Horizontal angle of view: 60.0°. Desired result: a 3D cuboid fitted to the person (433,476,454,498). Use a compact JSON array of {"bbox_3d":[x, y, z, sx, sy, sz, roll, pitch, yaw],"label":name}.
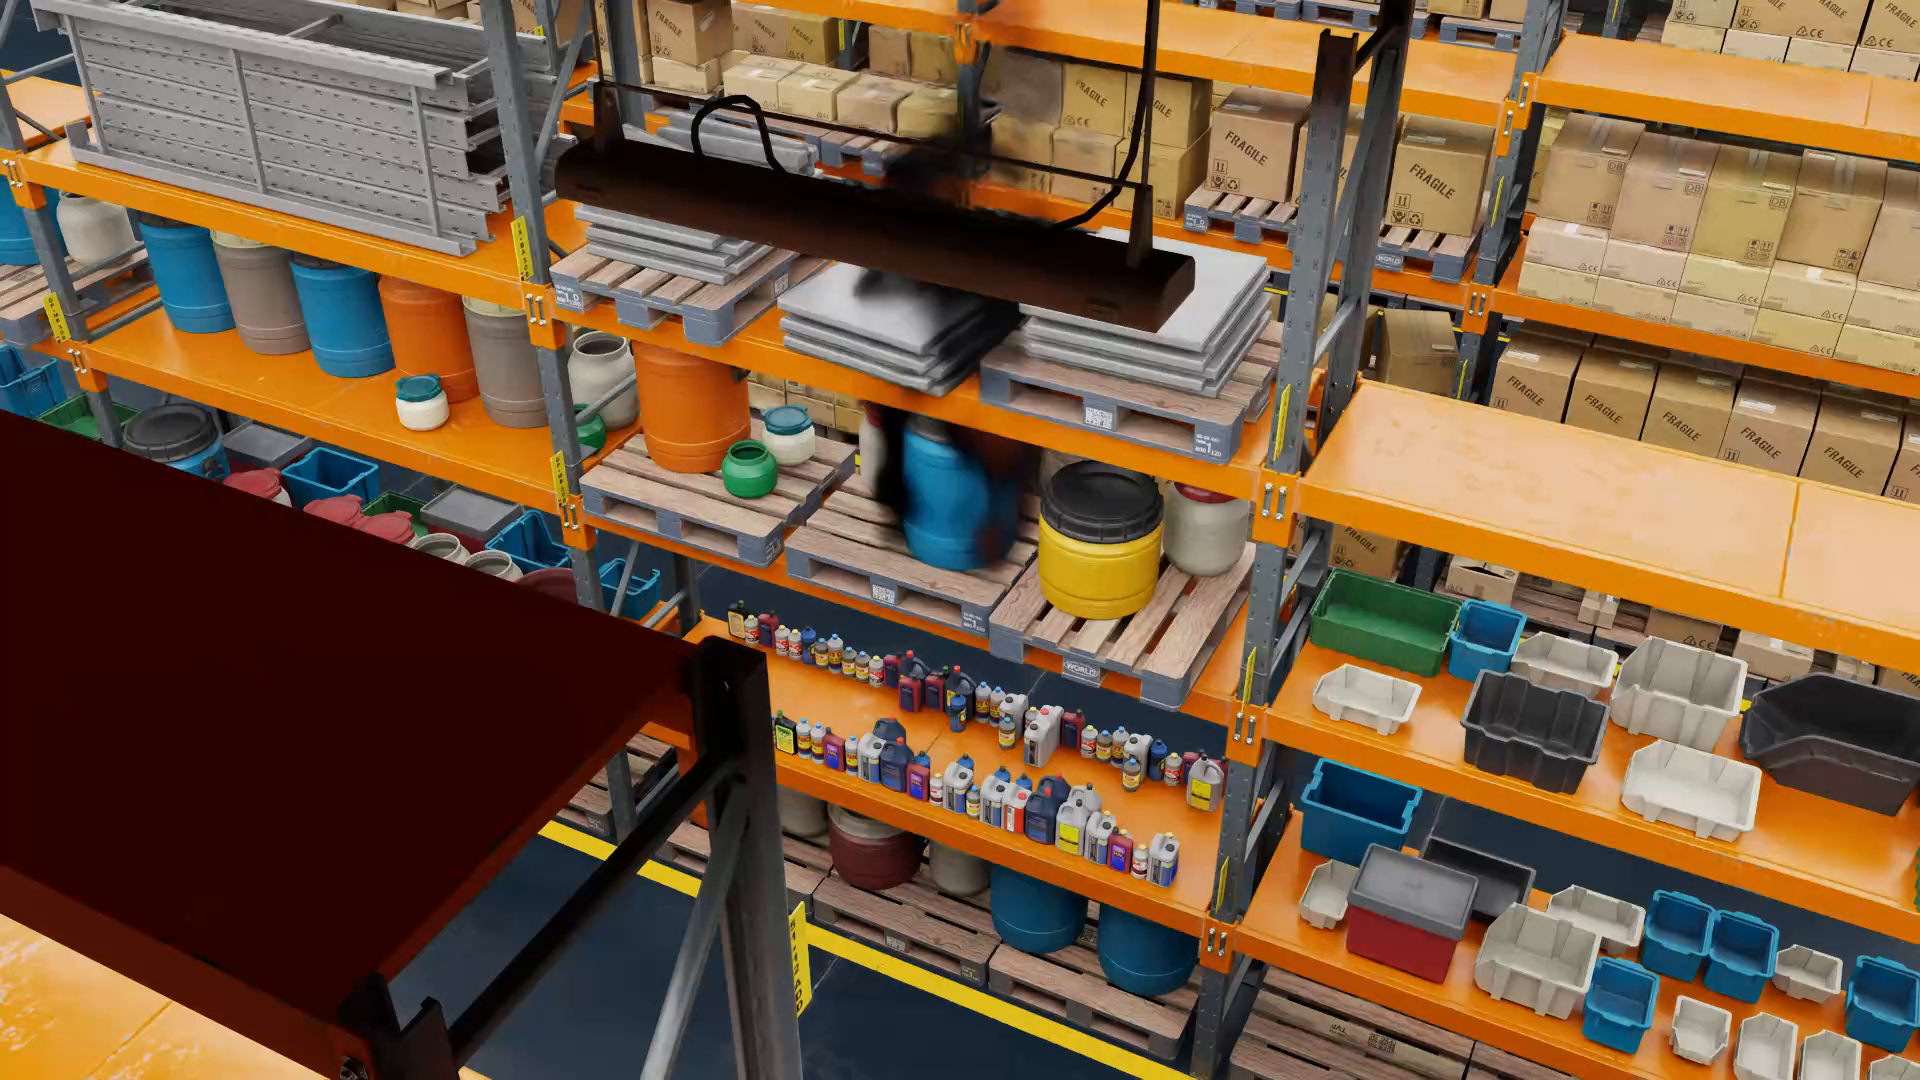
[{"bbox_3d":[-4.046,-0.685,13.337,0.923,1.687,0.612,8,36,12],"label":"person"}]
